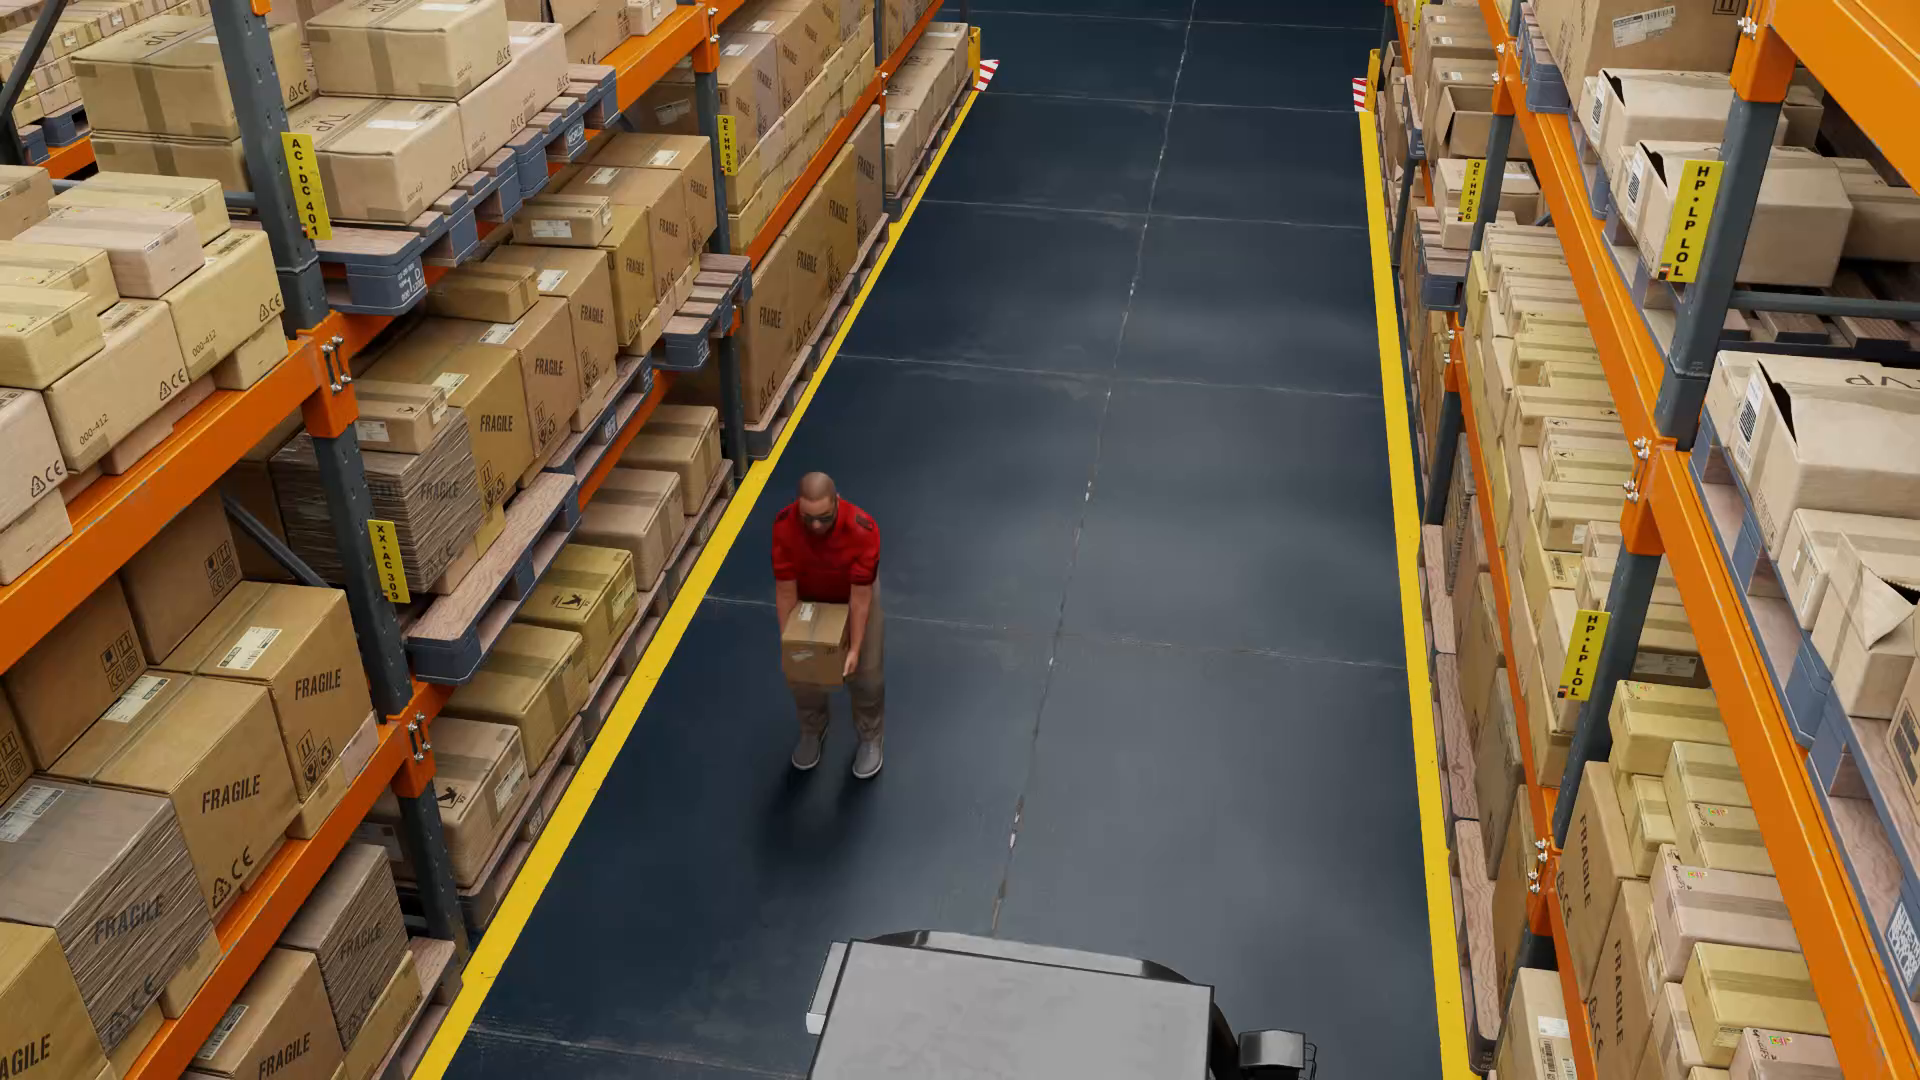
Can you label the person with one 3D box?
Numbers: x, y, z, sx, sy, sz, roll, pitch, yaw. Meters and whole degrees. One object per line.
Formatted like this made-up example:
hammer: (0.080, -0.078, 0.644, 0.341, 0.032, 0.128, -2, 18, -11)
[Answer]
person: (-0.564, 0.343, 7.298, 0.480, 1.655, 0.606, 5, 32, 7)
